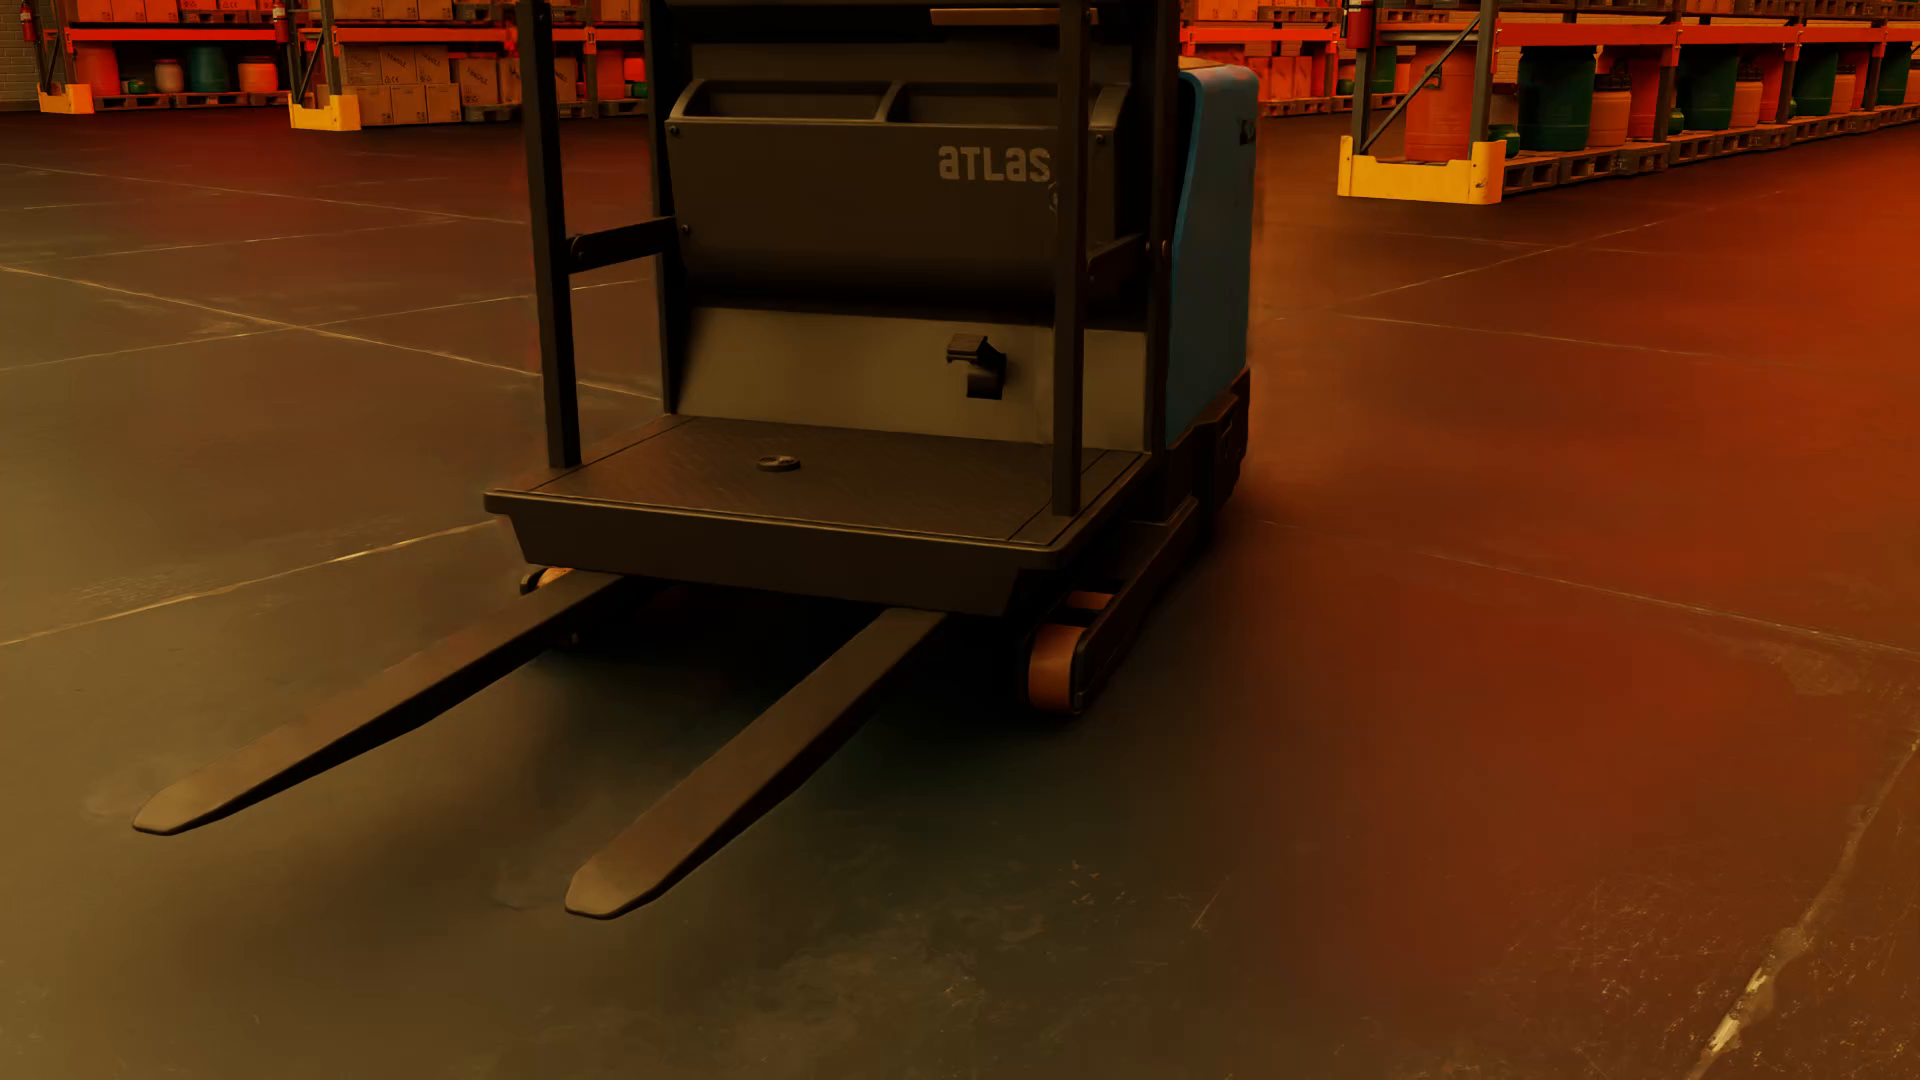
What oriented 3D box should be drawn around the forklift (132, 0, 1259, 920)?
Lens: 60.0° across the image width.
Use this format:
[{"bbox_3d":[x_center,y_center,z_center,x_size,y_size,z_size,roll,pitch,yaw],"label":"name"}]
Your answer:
[{"bbox_3d":[-0.199,-1.224,2.930,1.130,2.935,3.031,6,18,18],"label":"forklift"}]
